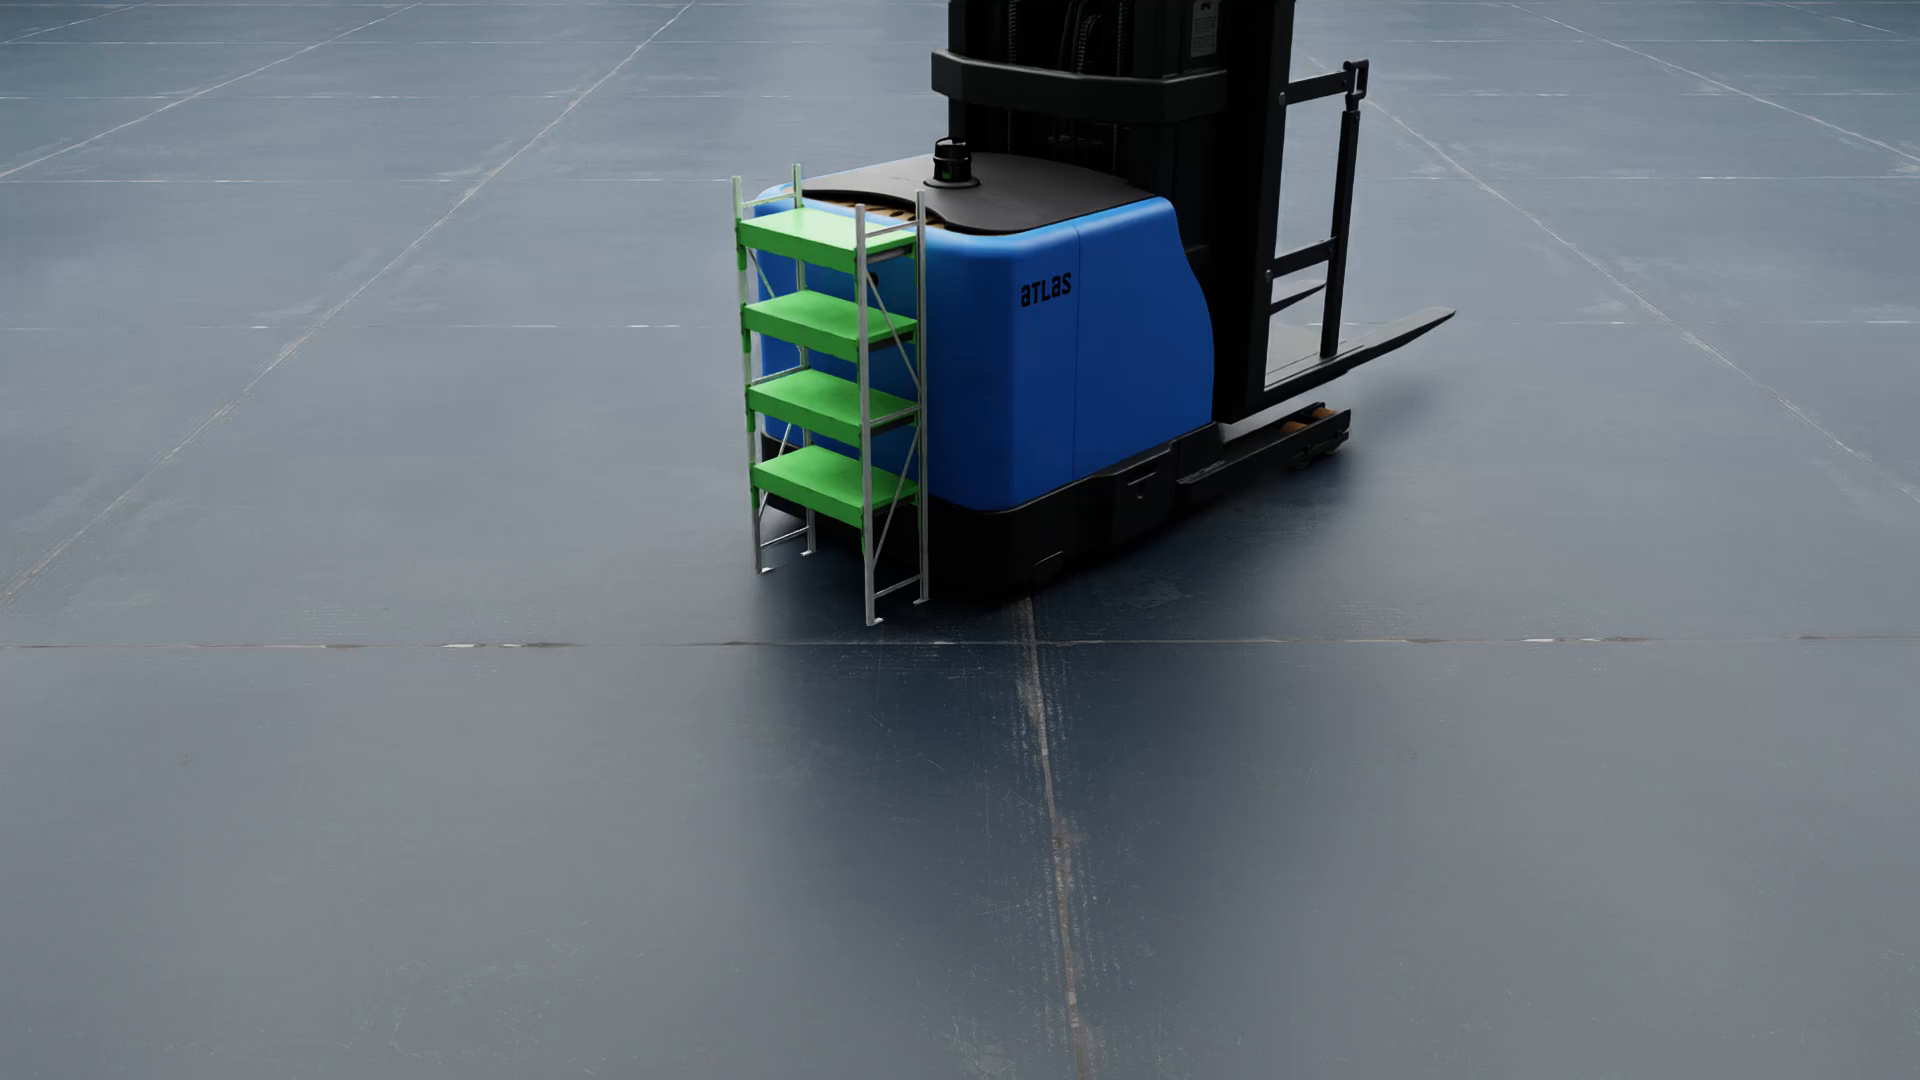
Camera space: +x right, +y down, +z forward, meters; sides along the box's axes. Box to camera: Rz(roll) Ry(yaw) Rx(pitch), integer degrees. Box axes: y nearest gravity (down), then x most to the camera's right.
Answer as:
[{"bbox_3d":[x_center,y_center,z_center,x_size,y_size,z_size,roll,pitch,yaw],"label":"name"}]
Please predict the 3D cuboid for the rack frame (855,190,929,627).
[{"bbox_3d":[-0.179,-0.338,4.541,0.015,1.200,0.240,21,32,39],"label":"rack frame"}]

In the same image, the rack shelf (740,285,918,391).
[{"bbox_3d":[-0.357,-0.567,4.621,0.480,0.148,0.258,21,32,39],"label":"rack shelf"}]

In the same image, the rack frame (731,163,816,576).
[{"bbox_3d":[-0.535,-0.476,4.846,0.015,1.200,0.240,21,32,39],"label":"rack frame"}]

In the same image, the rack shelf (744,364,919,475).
[{"bbox_3d":[-0.357,-0.349,4.720,0.480,0.148,0.258,21,32,39],"label":"rack shelf"}]

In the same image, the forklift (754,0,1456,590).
[{"bbox_3d":[0.743,-1.710,5.474,1.130,2.935,3.031,21,32,39],"label":"forklift"}]

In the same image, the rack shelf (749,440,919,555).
[{"bbox_3d":[-0.357,-0.130,4.819,0.480,0.148,0.258,21,32,39],"label":"rack shelf"}]

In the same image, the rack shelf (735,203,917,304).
[{"bbox_3d":[-0.357,-0.786,4.522,0.480,0.148,0.258,21,32,39],"label":"rack shelf"}]

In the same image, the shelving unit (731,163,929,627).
[{"bbox_3d":[-0.357,-0.407,4.693,0.503,1.200,0.258,21,32,39],"label":"shelving unit"}]
